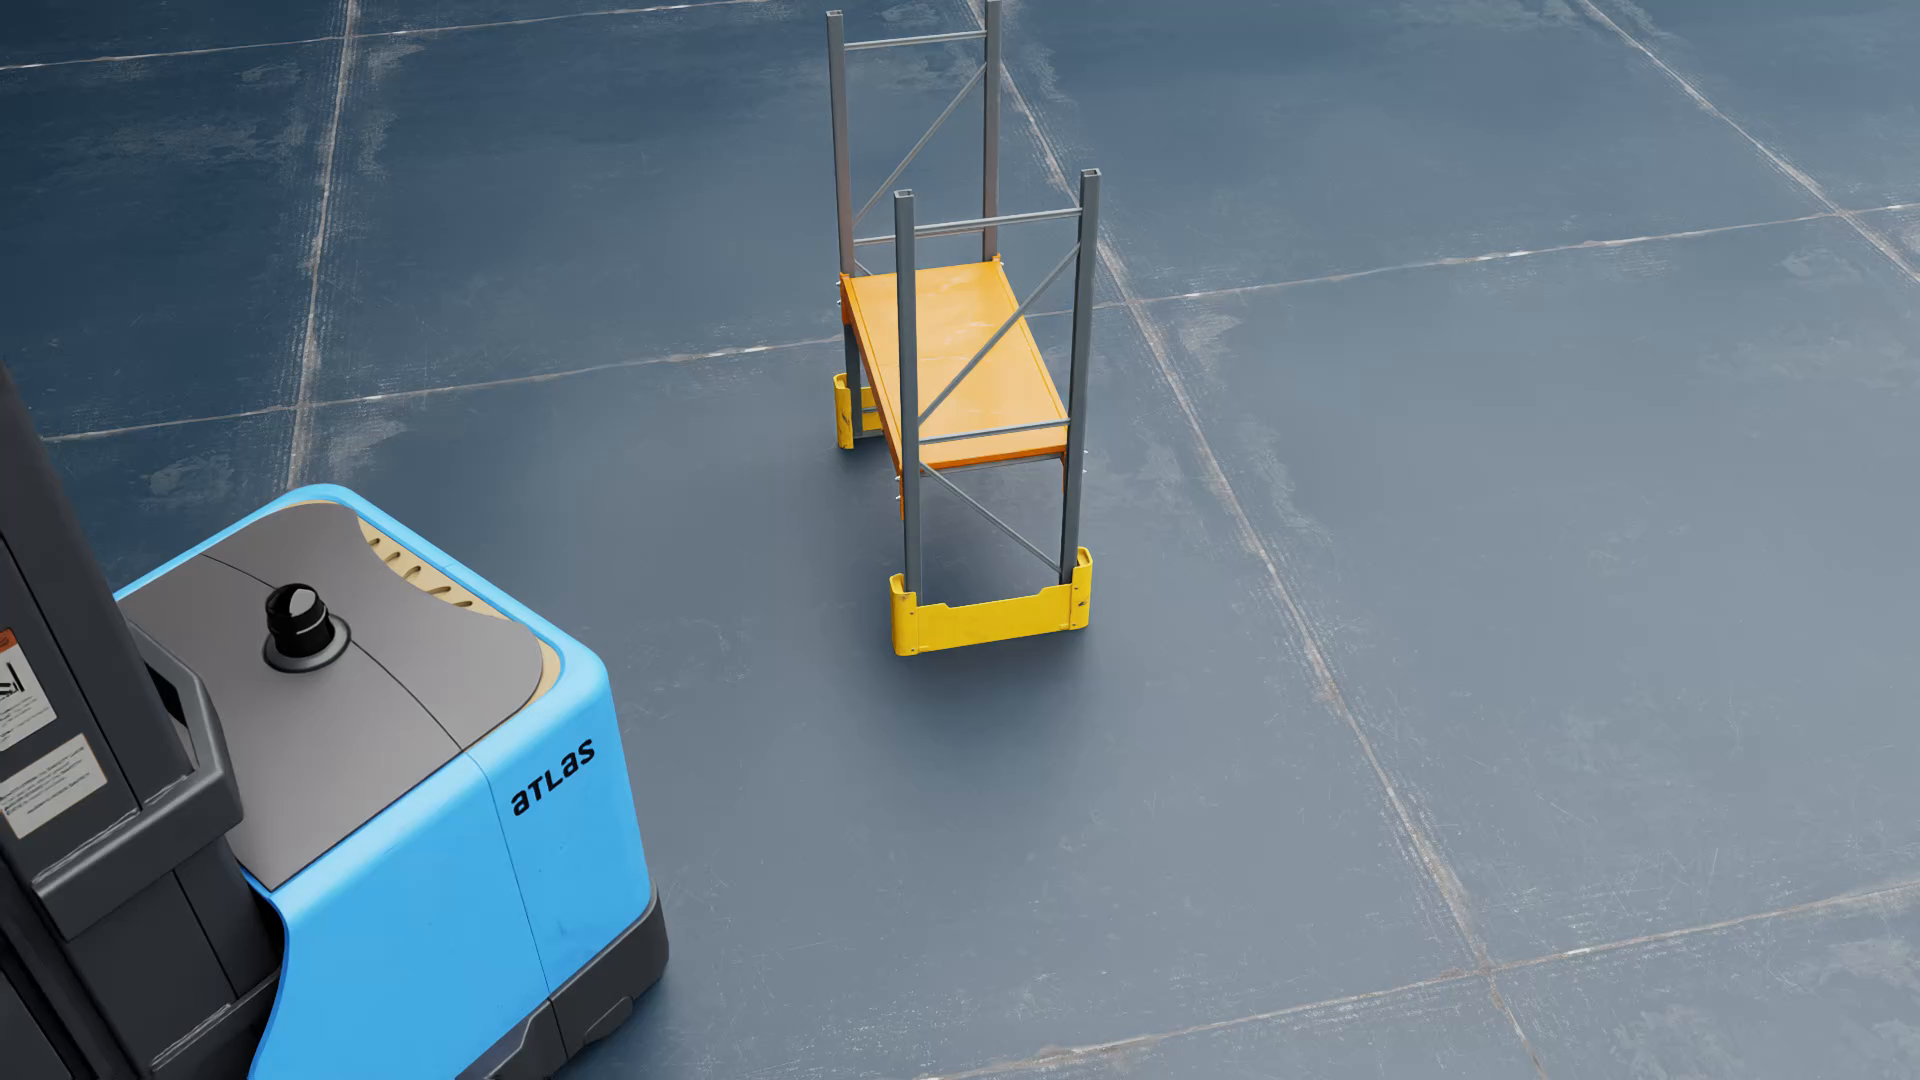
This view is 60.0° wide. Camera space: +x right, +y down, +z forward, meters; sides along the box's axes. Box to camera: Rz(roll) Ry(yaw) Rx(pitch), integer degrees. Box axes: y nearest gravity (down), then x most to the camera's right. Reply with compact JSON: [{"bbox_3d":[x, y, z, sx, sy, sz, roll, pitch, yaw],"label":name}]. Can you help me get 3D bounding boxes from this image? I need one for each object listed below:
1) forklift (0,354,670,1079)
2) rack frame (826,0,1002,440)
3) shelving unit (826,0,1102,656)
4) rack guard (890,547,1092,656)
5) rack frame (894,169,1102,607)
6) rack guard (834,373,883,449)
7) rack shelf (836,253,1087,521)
[{"bbox_3d":[-2.018,0.514,2.463,1.130,2.935,3.031,28,49,28],"label":"forklift"},{"bbox_3d":[-0.128,-0.946,5.186,0.500,1.500,0.032,-8,42,-9],"label":"rack frame"},{"bbox_3d":[-0.016,-0.610,4.808,0.587,1.500,1.083,-8,42,-9],"label":"shelving unit"},{"bbox_3d":[0.091,0.180,4.859,0.587,0.250,0.087,-8,42,-9],"label":"rack guard"},{"bbox_3d":[0.091,-0.287,4.443,0.500,1.500,0.032,-8,42,-9],"label":"rack frame"},{"bbox_3d":[-0.124,-0.466,5.586,0.587,0.250,0.087,-8,42,-9],"label":"rack guard"},{"bbox_3d":[-0.018,-0.482,4.934,0.538,0.185,1.000,-8,42,-9],"label":"rack shelf"}]
